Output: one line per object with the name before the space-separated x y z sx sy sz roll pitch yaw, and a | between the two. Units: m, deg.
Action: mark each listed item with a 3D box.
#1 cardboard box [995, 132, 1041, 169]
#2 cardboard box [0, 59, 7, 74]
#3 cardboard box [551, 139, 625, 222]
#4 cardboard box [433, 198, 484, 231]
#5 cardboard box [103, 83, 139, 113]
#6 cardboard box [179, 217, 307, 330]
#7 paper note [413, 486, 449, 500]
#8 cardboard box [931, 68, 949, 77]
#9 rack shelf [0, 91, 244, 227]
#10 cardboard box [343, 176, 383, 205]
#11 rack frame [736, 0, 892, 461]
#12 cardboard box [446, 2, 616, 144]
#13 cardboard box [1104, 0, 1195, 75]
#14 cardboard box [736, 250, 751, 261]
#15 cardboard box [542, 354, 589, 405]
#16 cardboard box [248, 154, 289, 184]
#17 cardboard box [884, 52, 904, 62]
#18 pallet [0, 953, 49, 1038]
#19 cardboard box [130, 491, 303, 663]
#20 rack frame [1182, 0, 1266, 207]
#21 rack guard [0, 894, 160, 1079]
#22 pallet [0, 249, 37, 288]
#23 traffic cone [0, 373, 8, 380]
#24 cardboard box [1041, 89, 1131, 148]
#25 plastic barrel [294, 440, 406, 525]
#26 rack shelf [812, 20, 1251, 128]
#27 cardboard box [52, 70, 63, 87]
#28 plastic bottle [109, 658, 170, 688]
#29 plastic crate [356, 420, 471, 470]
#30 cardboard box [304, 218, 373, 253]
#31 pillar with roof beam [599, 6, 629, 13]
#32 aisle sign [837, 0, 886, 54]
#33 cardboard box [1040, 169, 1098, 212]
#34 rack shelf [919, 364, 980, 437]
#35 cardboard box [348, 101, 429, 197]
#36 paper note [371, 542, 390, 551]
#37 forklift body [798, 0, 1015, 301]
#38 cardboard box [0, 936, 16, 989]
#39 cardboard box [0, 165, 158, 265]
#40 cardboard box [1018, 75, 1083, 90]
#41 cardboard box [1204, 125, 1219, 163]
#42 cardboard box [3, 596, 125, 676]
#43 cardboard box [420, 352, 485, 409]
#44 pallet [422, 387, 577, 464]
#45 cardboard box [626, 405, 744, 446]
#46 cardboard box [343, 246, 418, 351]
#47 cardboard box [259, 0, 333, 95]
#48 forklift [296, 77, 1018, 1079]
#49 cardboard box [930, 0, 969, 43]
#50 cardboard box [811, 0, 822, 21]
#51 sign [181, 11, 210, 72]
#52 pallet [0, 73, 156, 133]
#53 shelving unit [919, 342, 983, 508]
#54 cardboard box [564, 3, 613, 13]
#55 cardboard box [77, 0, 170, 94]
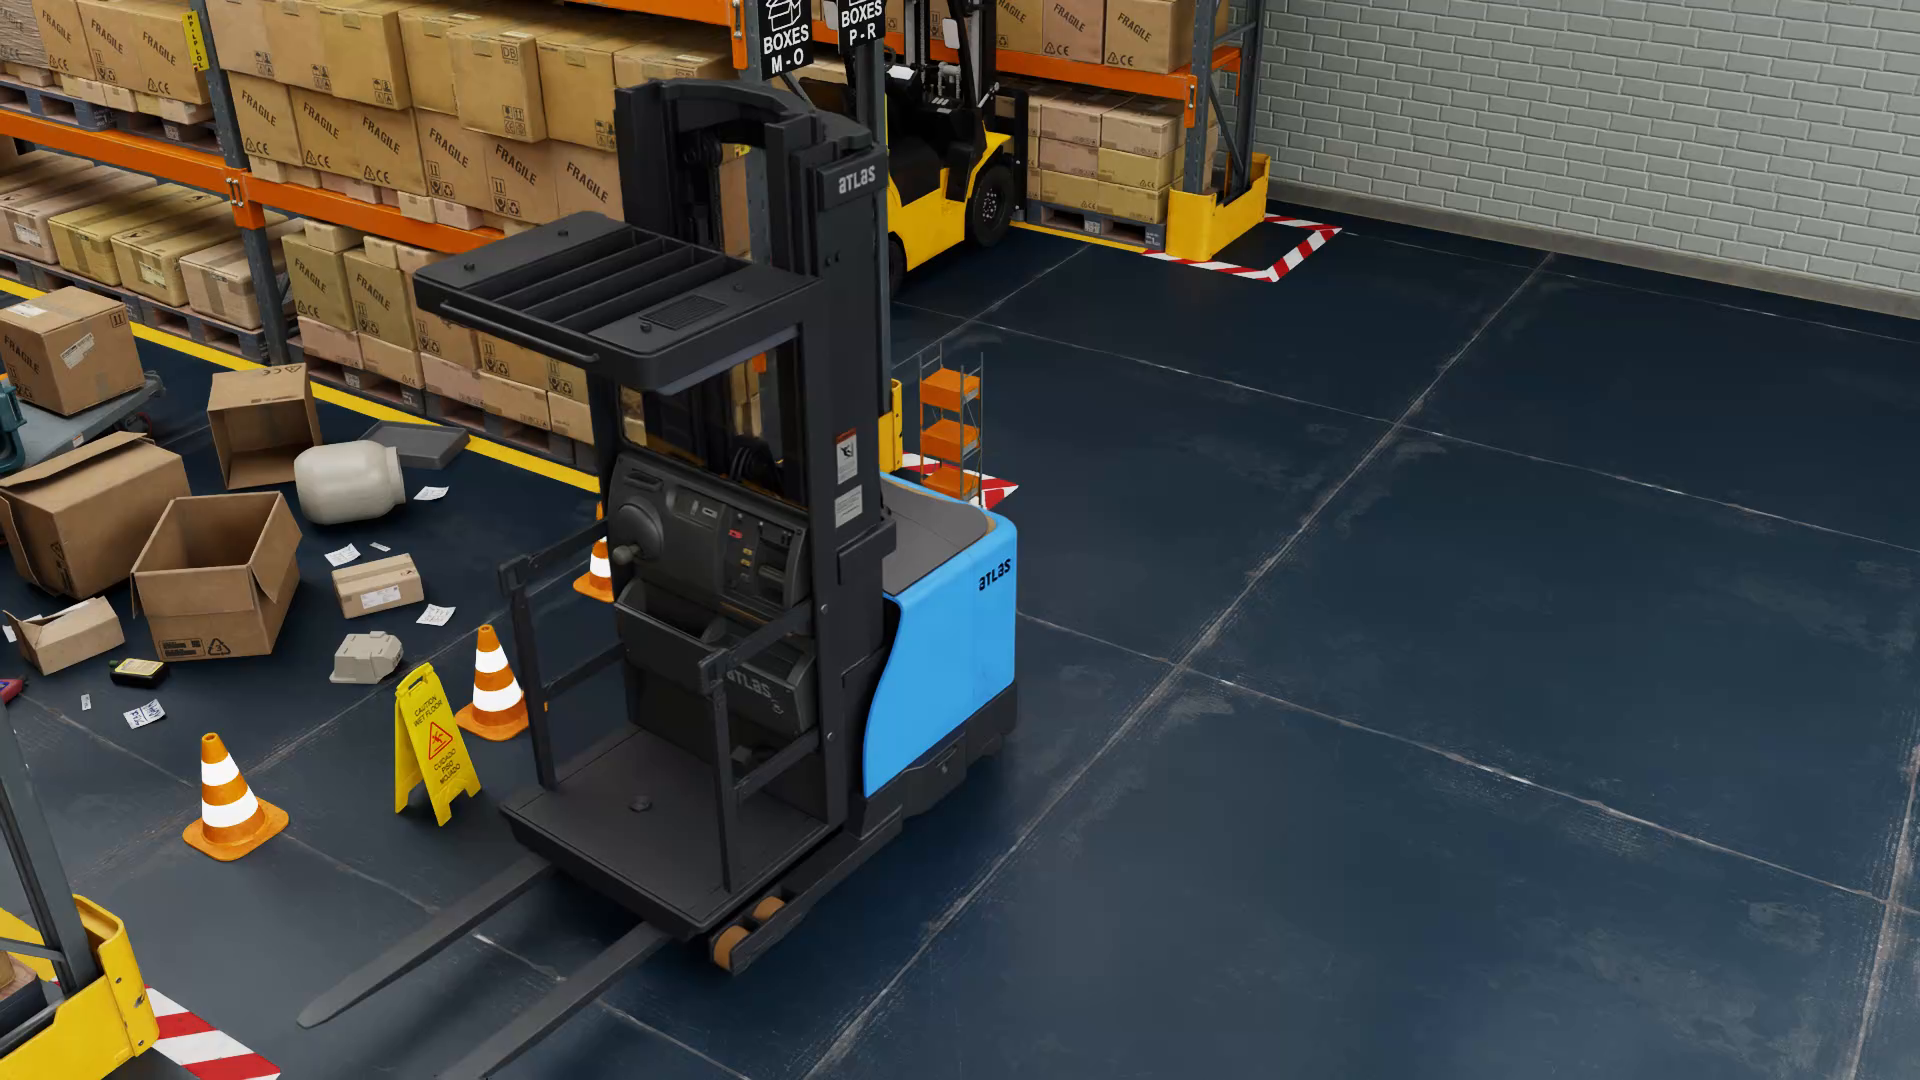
cardboard box | 0.497 -3.111 12.922 0.500 0.250 0.500 17 34 26
cardboard box | -6.396 -3.269 11.210 0.250 0.149 0.380 20 36 30
cardboard box | -1.721 -1.852 8.554 0.500 0.500 0.500 18 35 27
cardboard box | -2.678 -1.856 9.204 0.250 0.149 0.380 17 34 27
cardboard box | -5.115 -2.813 10.428 0.250 0.149 0.380 17 34 27
cardboard box | -4.526 -1.774 11.005 0.625 0.372 0.950 18 35 28
paper note | -2.914 -0.262 9.168 0.148 0.019 0.142 6 31 10
cardboard box | -0.347 -3.600 13.264 0.500 0.250 0.500 19 35 29
rack shelf | -5.775 -2.813 11.309 4.000 0.370 1.077 18 35 27
cardboard box | -3.311 -2.074 9.577 0.250 0.149 0.380 19 35 29
rack frame | -0.693 -1.517 8.373 0.127 3.000 1.000 18 35 27
cardboard box | -2.153 -2.395 8.493 0.500 0.500 0.700 17 34 27
cardboard box | 1.386 -3.699 12.015 0.500 0.500 0.500 17 34 26
cardboard box | -1.123 -1.417 8.452 0.250 0.149 0.380 19 35 29
cardboard box | -1.954 -1.076 9.185 0.500 0.500 0.500 19 35 29
cardboard box | -3.984 -2.258 9.894 0.250 0.149 0.380 17 34 27
cardboard box | -0.488 -3.955 13.872 0.500 0.250 0.500 17 34 27
pallet | -3.958 1.647 5.718 1.213 0.211 1.003 18 35 27
cardboard box | -3.526 0.172 7.957 0.637 0.503 0.797 -4 30 -7
rack frame | 1.943 -3.636 12.006 0.127 3.000 1.000 18 35 27
rack guard | -3.218 1.709 5.324 0.348 0.500 1.175 18 35 27
pallet | -6.808 -2.245 12.389 1.213 0.211 1.003 18 35 27
traffic cone | -5.875 -1.227 10.394 0.334 0.463 0.336 18 35 27
cardboard box | 0.951 -3.186 12.555 0.500 0.250 0.500 18 35 28
plastic barrel | -3.247 -0.311 8.863 0.512 0.421 0.421 -9 32 -15
rack shelf | 0.249 -3.861 13.106 4.000 0.370 1.077 18 35 27
cardboard box | -5.688 -3.075 10.877 0.250 0.149 0.380 16 34 26
plastic bottle | -3.803 0.606 7.650 0.283 0.061 0.133 6 31 10
plastic crate | -3.187 -0.557 9.625 0.583 0.080 0.402 6 31 10
cardboard box | -3.651 -1.854 9.875 0.250 0.149 0.380 18 35 28
pillar with roof beam | -5.538 -6.569 11.079 0.400 9.000 9.100 18 35 27
aisle sign | -0.476 -2.755 7.916 0.004 0.787 0.394 18 35 27
cardboard box | 0.961 -2.758 12.813 0.500 0.250 0.500 18 35 27
rack shelf | -0.045 -0.704 8.372 0.240 0.259 0.215 18 35 27
cardboard box | -3.000 -2.258 9.250 0.500 0.500 0.500 17 34 27
paper note | -3.026 0.036 8.678 0.123 0.001 0.032 18 35 27
forklift body | -0.633 -2.999 11.756 1.214 2.155 2.313 18 35 27
cardboard box | -3.848 1.206 5.398 0.875 0.875 0.875 18 35 28
cardboard box | -6.366 -2.356 12.003 0.625 0.372 0.950 17 34 26
cardboard box | 0.793 -3.542 13.165 0.500 0.250 0.500 17 34 27
cardboard box | 1.655 -3.060 12.835 0.500 0.250 0.500 18 35 28
cardboard box | -4.192 0.407 7.789 0.258 0.266 0.396 24 38 35
cardboard box | -2.816 -1.029 9.850 0.500 0.250 0.500 17 34 27
pallet | -2.456 -0.893 10.070 1.213 0.211 1.003 18 35 27
cardboard box | -1.541 -0.619 9.145 0.500 0.250 0.500 17 34 27
cardboard box | -3.265 -1.494 9.902 0.500 0.500 0.500 19 35 29
cardboard box | -3.402 -2.835 9.247 0.500 0.500 0.700 18 35 28
forklift | -1.041 0.026 5.796 1.130 2.935 3.031 21 36 31
cardboard box | 0.086 -4.109 12.718 0.500 0.500 0.500 18 35 28
cardboard box | -1.208 -4.521 13.423 0.500 0.500 0.500 17 34 26
sign | -4.373 -2.851 9.510 0.005 0.325 0.100 18 35 27
pallet | -5.770 -3.064 11.216 1.213 0.211 1.003 18 35 27
shelving unit | -0.045 -0.468 8.510 0.252 1.050 0.215 18 35 27
cardboard box | -3.754 -4.590 15.582 0.625 0.625 0.875 19 35 29
cardboard box | -5.015 -3.099 10.275 0.500 0.500 0.500 18 35 28
